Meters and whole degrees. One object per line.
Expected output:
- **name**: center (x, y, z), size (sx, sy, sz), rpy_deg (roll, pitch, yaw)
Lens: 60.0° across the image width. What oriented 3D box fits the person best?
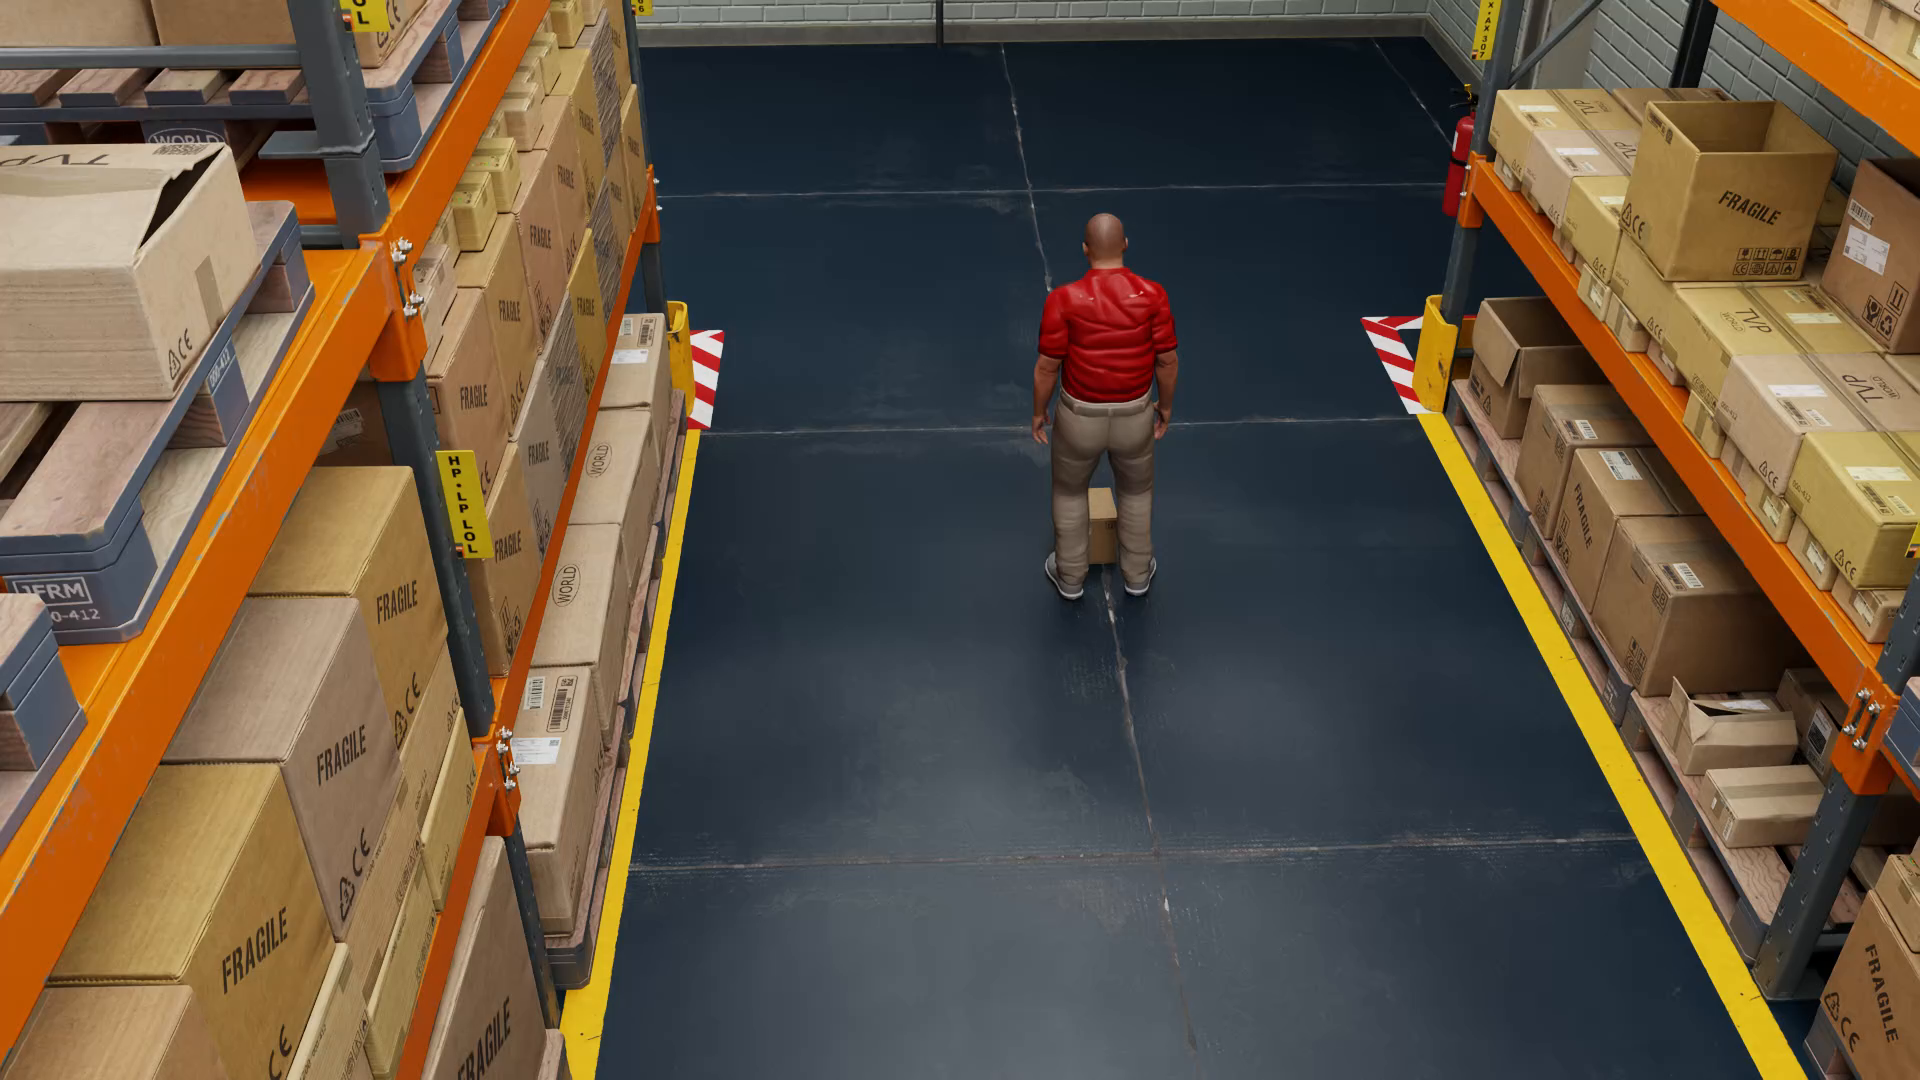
- **person**: center (0.593, -0.519, 6.898), size (0.594, 1.726, 0.386), rpy_deg (-2, 35, -3)
